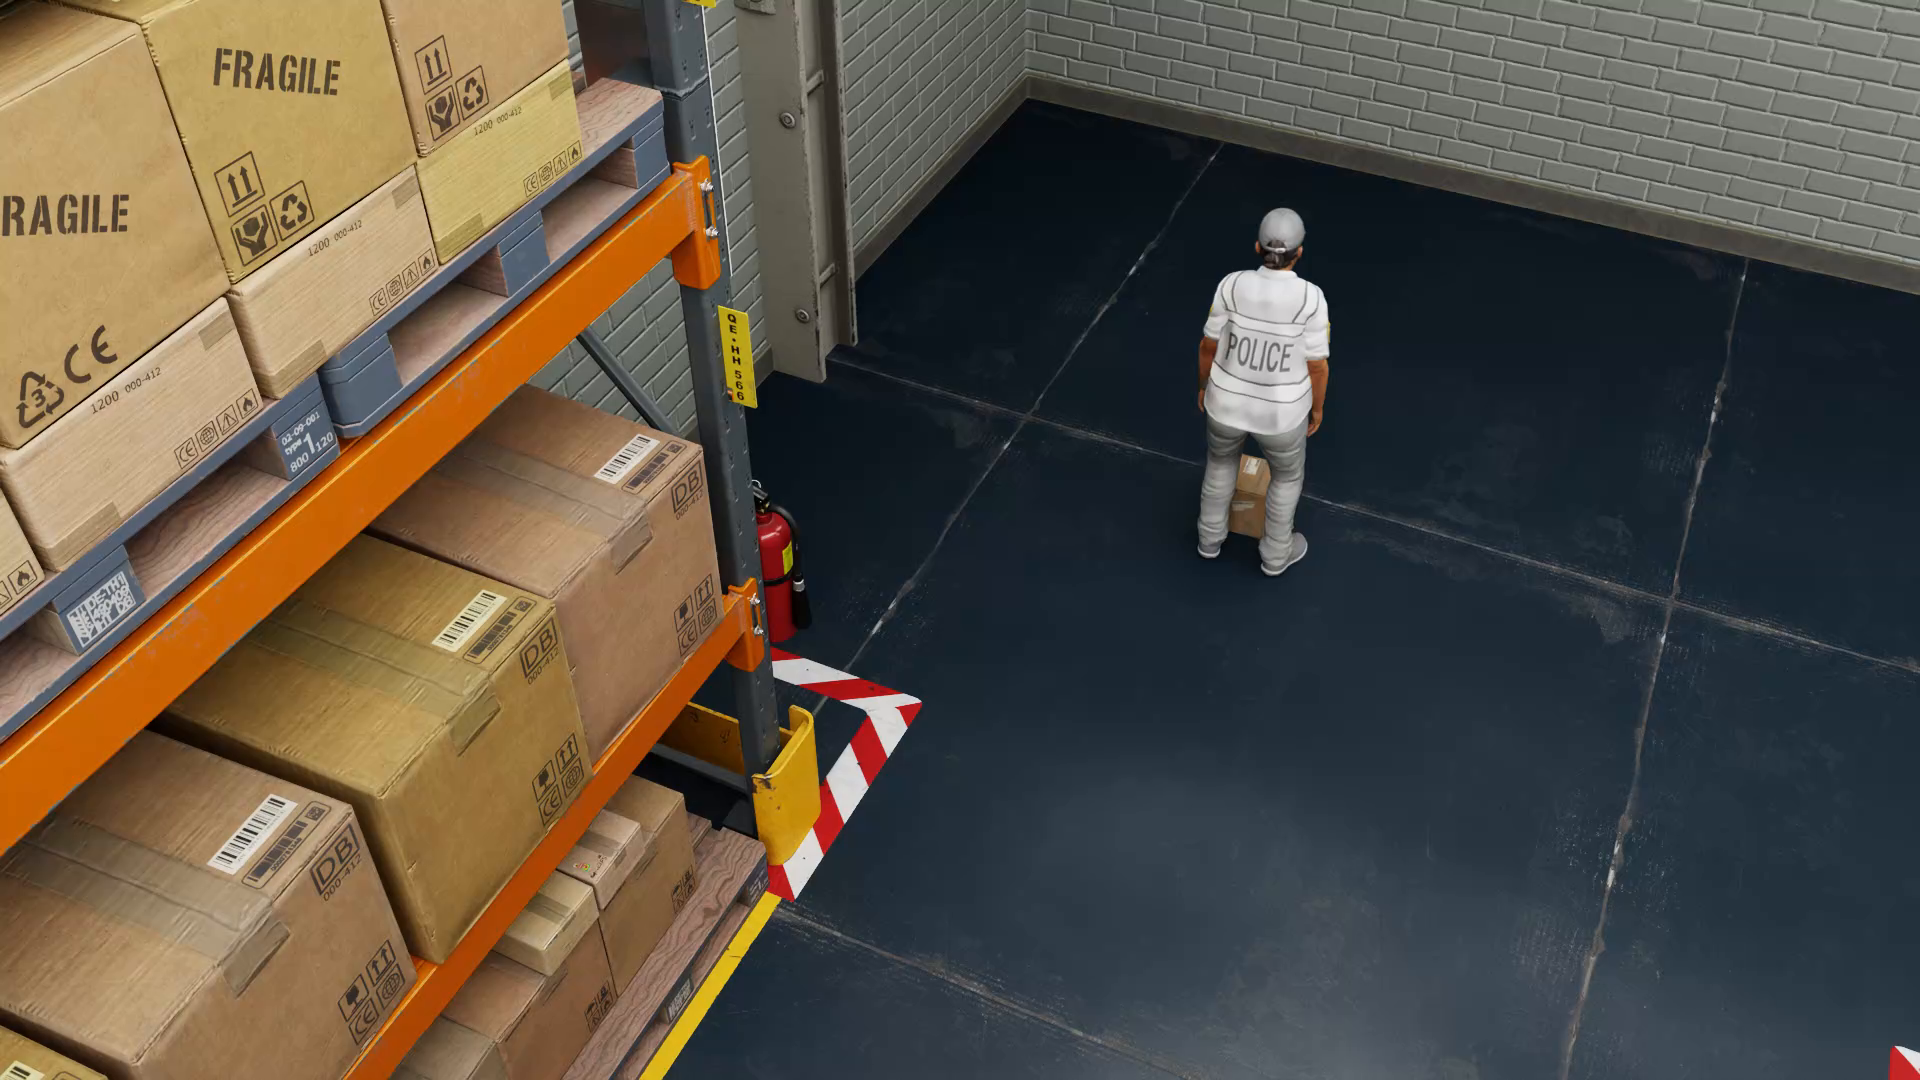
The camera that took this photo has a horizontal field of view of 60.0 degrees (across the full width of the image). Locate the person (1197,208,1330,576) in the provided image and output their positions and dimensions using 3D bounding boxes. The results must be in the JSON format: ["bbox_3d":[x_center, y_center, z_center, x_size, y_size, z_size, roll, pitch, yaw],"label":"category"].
[{"bbox_3d":[1.239,-0.576,6.790,0.553,1.665,0.468,15,44,16],"label":"person"}]
